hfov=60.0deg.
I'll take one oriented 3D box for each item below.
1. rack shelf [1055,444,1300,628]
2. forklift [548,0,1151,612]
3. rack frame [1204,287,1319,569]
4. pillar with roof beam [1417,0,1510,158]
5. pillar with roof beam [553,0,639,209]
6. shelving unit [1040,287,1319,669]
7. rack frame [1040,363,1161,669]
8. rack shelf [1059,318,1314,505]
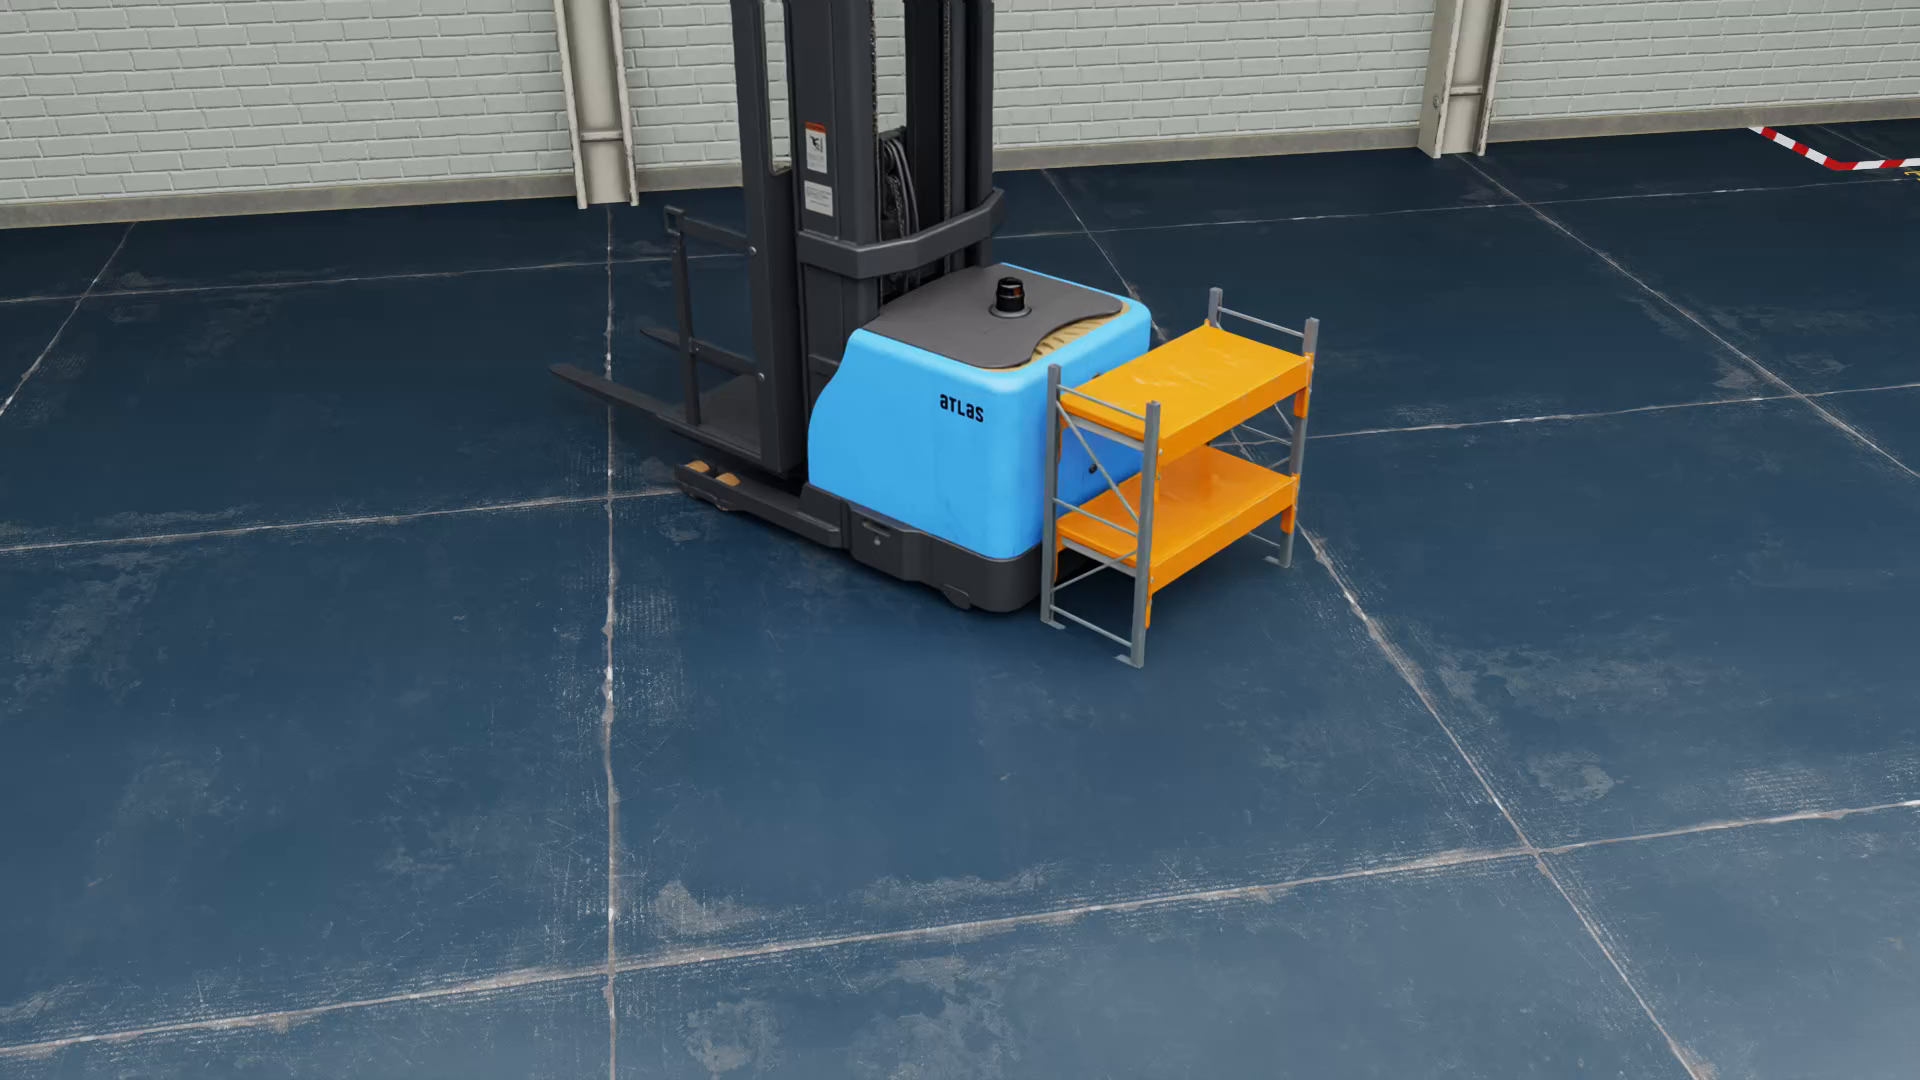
[{"bbox_3d":[0.863,-0.056,6.718,0.538,0.278,1.000,25,39,36],"label":"rack shelf"},{"bbox_3d":[-0.669,-1.580,7.046,3.031,2.935,1.130,22,37,33],"label":"forklift"},{"bbox_3d":[1.210,-0.455,6.914,0.500,1.125,0.032,25,39,36],"label":"rack frame"},{"bbox_3d":[4.328,-4.559,6.125,0.400,9.000,9.100,-5,31,-9],"label":"pillar with roof beam"},{"bbox_3d":[-1.574,-4.011,5.193,0.400,9.000,9.100,-5,31,-9],"label":"pillar with roof beam"},{"bbox_3d":[0.863,-0.267,6.594,0.538,1.125,1.048,25,39,36],"label":"shelving unit"},{"bbox_3d":[0.516,-0.079,6.274,0.500,1.125,0.032,25,39,36],"label":"rack frame"},{"bbox_3d":[0.863,-0.519,6.446,0.538,0.278,1.000,25,39,36],"label":"rack shelf"}]
